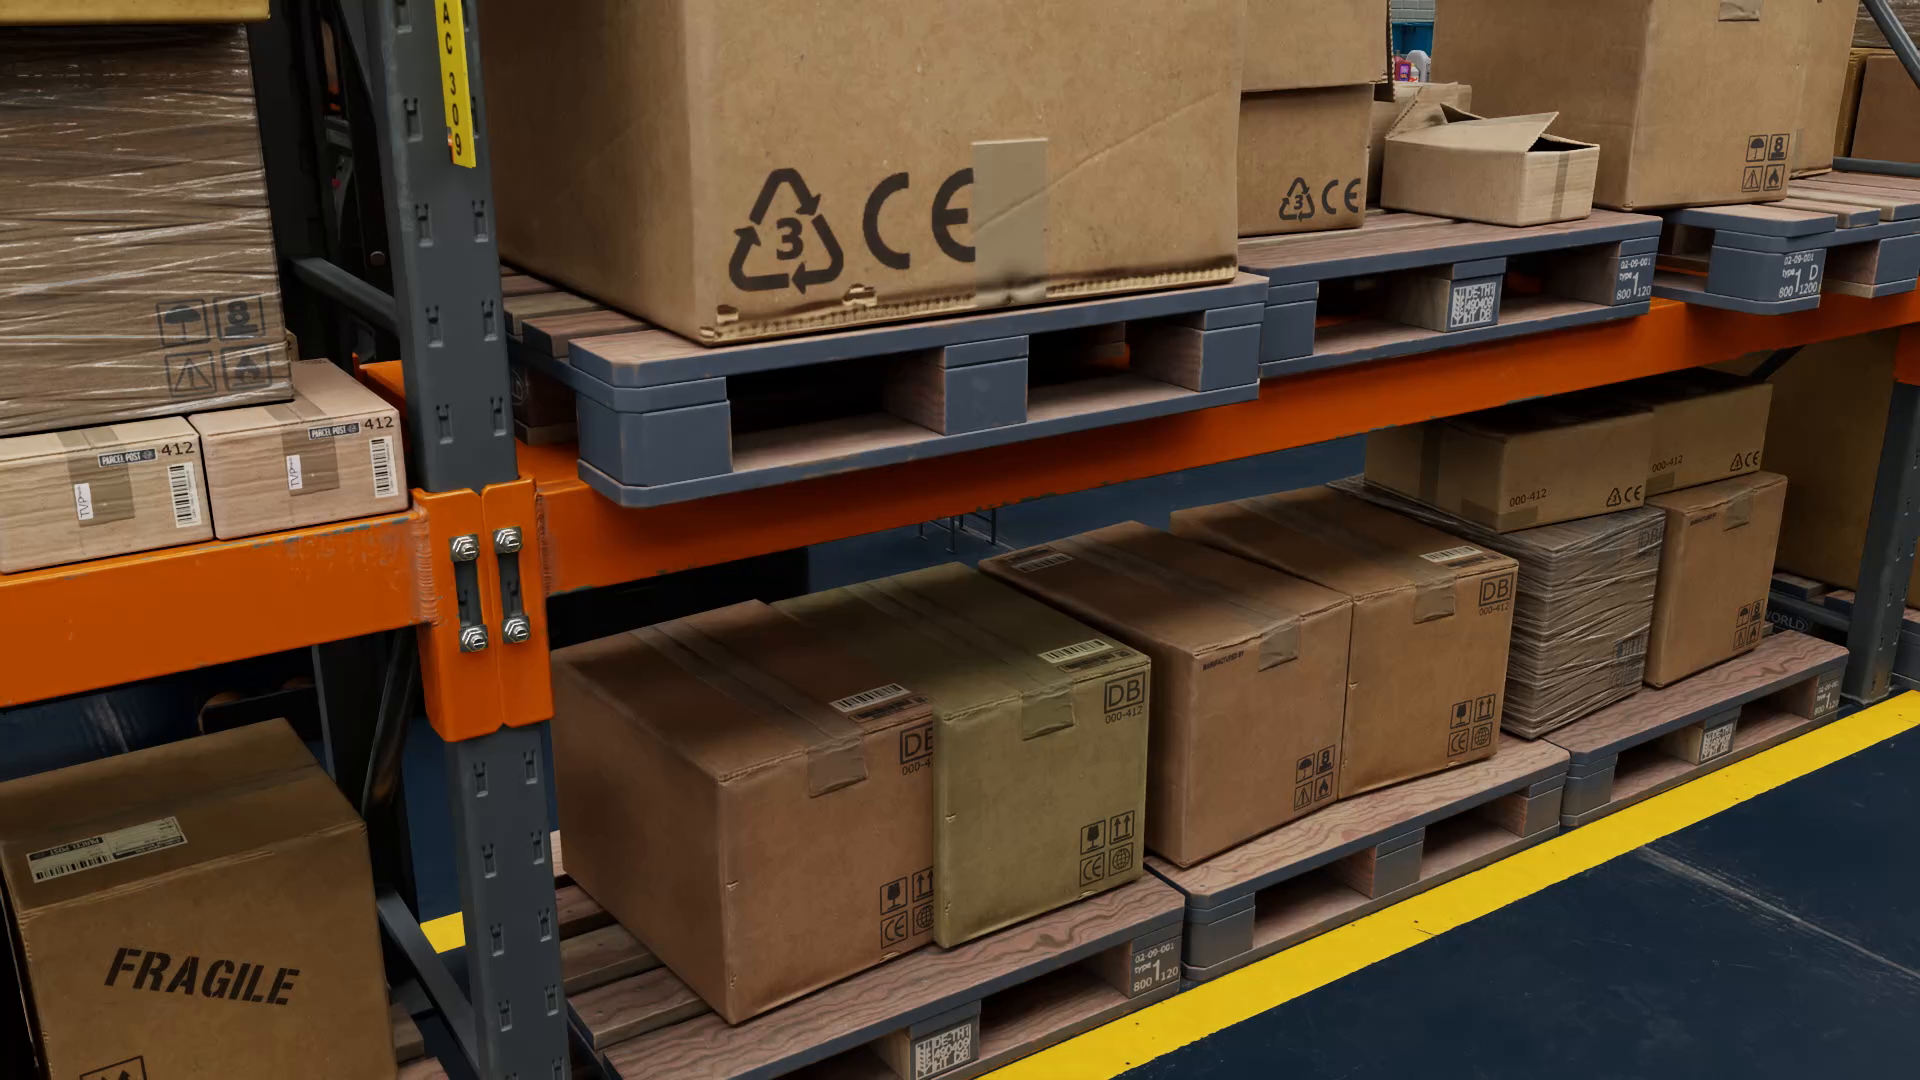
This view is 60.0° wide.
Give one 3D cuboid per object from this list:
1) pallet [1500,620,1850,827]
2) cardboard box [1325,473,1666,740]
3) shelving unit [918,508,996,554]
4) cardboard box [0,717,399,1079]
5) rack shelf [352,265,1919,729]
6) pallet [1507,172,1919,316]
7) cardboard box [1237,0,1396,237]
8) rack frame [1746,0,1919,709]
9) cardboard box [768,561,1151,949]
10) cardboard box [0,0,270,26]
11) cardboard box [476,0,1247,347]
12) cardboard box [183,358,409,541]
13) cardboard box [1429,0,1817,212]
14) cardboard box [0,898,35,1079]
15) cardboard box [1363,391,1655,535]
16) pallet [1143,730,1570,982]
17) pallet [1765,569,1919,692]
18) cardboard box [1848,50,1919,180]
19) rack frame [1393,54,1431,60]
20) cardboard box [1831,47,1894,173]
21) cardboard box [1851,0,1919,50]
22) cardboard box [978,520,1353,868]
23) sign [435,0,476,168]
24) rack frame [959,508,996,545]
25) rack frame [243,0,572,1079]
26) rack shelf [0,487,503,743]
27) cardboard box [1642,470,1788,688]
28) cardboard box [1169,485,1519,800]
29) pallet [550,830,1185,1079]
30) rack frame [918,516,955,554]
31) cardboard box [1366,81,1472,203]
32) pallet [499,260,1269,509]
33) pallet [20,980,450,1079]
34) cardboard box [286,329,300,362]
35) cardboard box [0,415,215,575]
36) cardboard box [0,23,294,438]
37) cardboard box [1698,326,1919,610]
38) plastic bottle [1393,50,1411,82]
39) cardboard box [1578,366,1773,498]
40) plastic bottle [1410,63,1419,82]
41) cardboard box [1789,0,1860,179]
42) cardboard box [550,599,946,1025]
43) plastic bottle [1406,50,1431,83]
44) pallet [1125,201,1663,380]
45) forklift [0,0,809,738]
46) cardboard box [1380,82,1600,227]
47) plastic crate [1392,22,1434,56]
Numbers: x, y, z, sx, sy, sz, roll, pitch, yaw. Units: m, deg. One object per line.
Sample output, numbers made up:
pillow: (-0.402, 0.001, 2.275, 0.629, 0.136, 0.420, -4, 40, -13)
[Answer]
pallet: (1.737, 0.380, 4.792, 1.213, 0.211, 1.003, -12, 22, -31)
cardboard box: (1.386, 0.122, 4.417, 0.500, 0.500, 0.700, -14, 23, -36)
shelving unit: (-0.012, -0.566, 6.045, 0.189, 1.200, 0.258, -12, 22, -31)
cardboard box: (-1.306, 0.671, 2.824, 0.500, 0.500, 0.500, -13, 22, -33)
rack shelf: (0.720, -0.385, 3.825, 4.000, 0.370, 1.077, -12, 22, -31)
pallet: (1.854, -0.834, 4.327, 1.003, 0.211, 1.213, -12, 22, -31)
cardboard box: (0.447, -0.952, 3.560, 0.637, 0.503, 0.797, -9, 21, -26)
rack frame: (2.390, -1.079, 4.752, 0.127, 3.000, 1.000, -12, 22, -31)
cardboard box: (-0.017, 0.420, 3.534, 0.500, 0.500, 0.700, -12, 22, -32)
cardboard box: (-1.175, -0.883, 1.992, 0.500, 0.500, 0.500, -12, 22, -31)
cardboard box: (-0.210, -0.960, 2.807, 1.000, 1.000, 1.000, -12, 22, -31)
cardboard box: (-0.968, -0.139, 2.363, 0.250, 0.149, 0.380, -12, 22, -31)
cardboard box: (1.550, -1.094, 3.985, 0.500, 0.500, 0.700, -8, 20, -23)
cardboard box: (-1.781, 0.774, 2.519, 0.500, 0.500, 0.500, -5, 19, -14)
cardboard box: (1.410, -0.236, 4.304, 0.500, 0.250, 0.500, -9, 21, -25)
pallet: (0.719, 0.593, 4.160, 1.213, 0.211, 1.003, -12, 22, -31)
pallet: (3.090, 0.124, 5.549, 1.213, 0.211, 1.003, -12, 22, -31)
cardboard box: (2.946, -1.139, 4.774, 0.500, 0.500, 0.500, -11, 22, -30)
rack frame: (3.007, -3.108, 10.754, 0.127, 3.000, 1.000, -12, 22, -31)
cardboard box: (2.666, -1.279, 5.189, 0.500, 0.500, 0.500, -11, 22, -30)
cardboard box: (3.010, -1.726, 4.943, 0.637, 0.503, 0.797, -11, 22, -30)
cardboard box: (0.450, 0.322, 3.826, 0.500, 0.500, 0.700, -14, 23, -36)
sign: (-0.646, -0.640, 2.104, 0.005, 0.325, 0.100, -12, 22, -31)
rack frame: (0.064, -0.582, 6.093, 0.006, 1.200, 0.240, -12, 22, -31)
rack frame: (-0.950, -0.374, 2.668, 0.127, 3.000, 1.000, -12, 22, -31)
rack shelf: (-2.621, 0.319, 1.741, 4.000, 0.370, 1.077, -12, 22, -31)
cardboard box: (1.842, 0.021, 4.717, 0.500, 0.500, 0.700, -13, 23, -34)
cardboard box: (0.916, 0.223, 4.117, 0.500, 0.500, 0.700, -10, 21, -27)
pallet: (-0.301, 0.809, 3.521, 1.213, 0.211, 1.003, -12, 22, -31)
rack frame: (-0.089, -0.550, 5.997, 0.006, 1.200, 0.240, -12, 22, -31)
cardboard box: (0.864, -0.973, 4.017, 0.500, 0.250, 0.500, -13, 22, -33)
pallet: (-0.232, -0.379, 2.981, 1.213, 0.211, 1.003, -12, 22, -31)
pallet: (-1.492, 1.075, 2.736, 1.213, 0.211, 1.003, -12, 22, -31)
cardboard box: (-1.295, -0.298, 2.834, 0.250, 0.149, 0.380, -12, 22, -31)
cardboard box: (-1.182, -0.097, 2.240, 0.250, 0.149, 0.380, -12, 22, -31)
cardboard box: (-1.360, -0.500, 2.418, 0.500, 0.500, 0.875, -12, 22, -31)
cardboard box: (2.978, -0.387, 5.368, 0.875, 0.875, 1.225, -13, 23, -34)
plastic bottle: (2.688, -2.844, 10.155, 0.133, 0.283, 0.061, -12, 22, -31)
cardboard box: (1.847, -0.332, 4.589, 0.500, 0.250, 0.500, -11, 22, -29)
plastic bottle: (2.774, -2.830, 10.243, 0.097, 0.201, 0.097, 0, 19, 0)
cardboard box: (1.961, -1.219, 4.355, 0.500, 0.500, 0.500, -15, 24, -38)
cardboard box: (-0.426, 0.499, 3.300, 0.500, 0.500, 0.700, -14, 23, -36)
plastic bottle: (2.856, -2.893, 10.313, 0.135, 0.276, 0.152, -12, 22, -31)
pallet: (0.760, -0.628, 3.719, 1.213, 0.211, 1.003, -12, 22, -31)
forklift: (-2.013, -0.999, 4.623, 3.031, 2.935, 1.130, -11, 22, -30)
cardboard box: (1.146, -0.848, 3.623, 0.258, 0.266, 0.396, -13, 22, -33)
plastic crate: (3.209, -3.302, 11.260, 0.575, 0.384, 0.392, -12, 22, -31)
